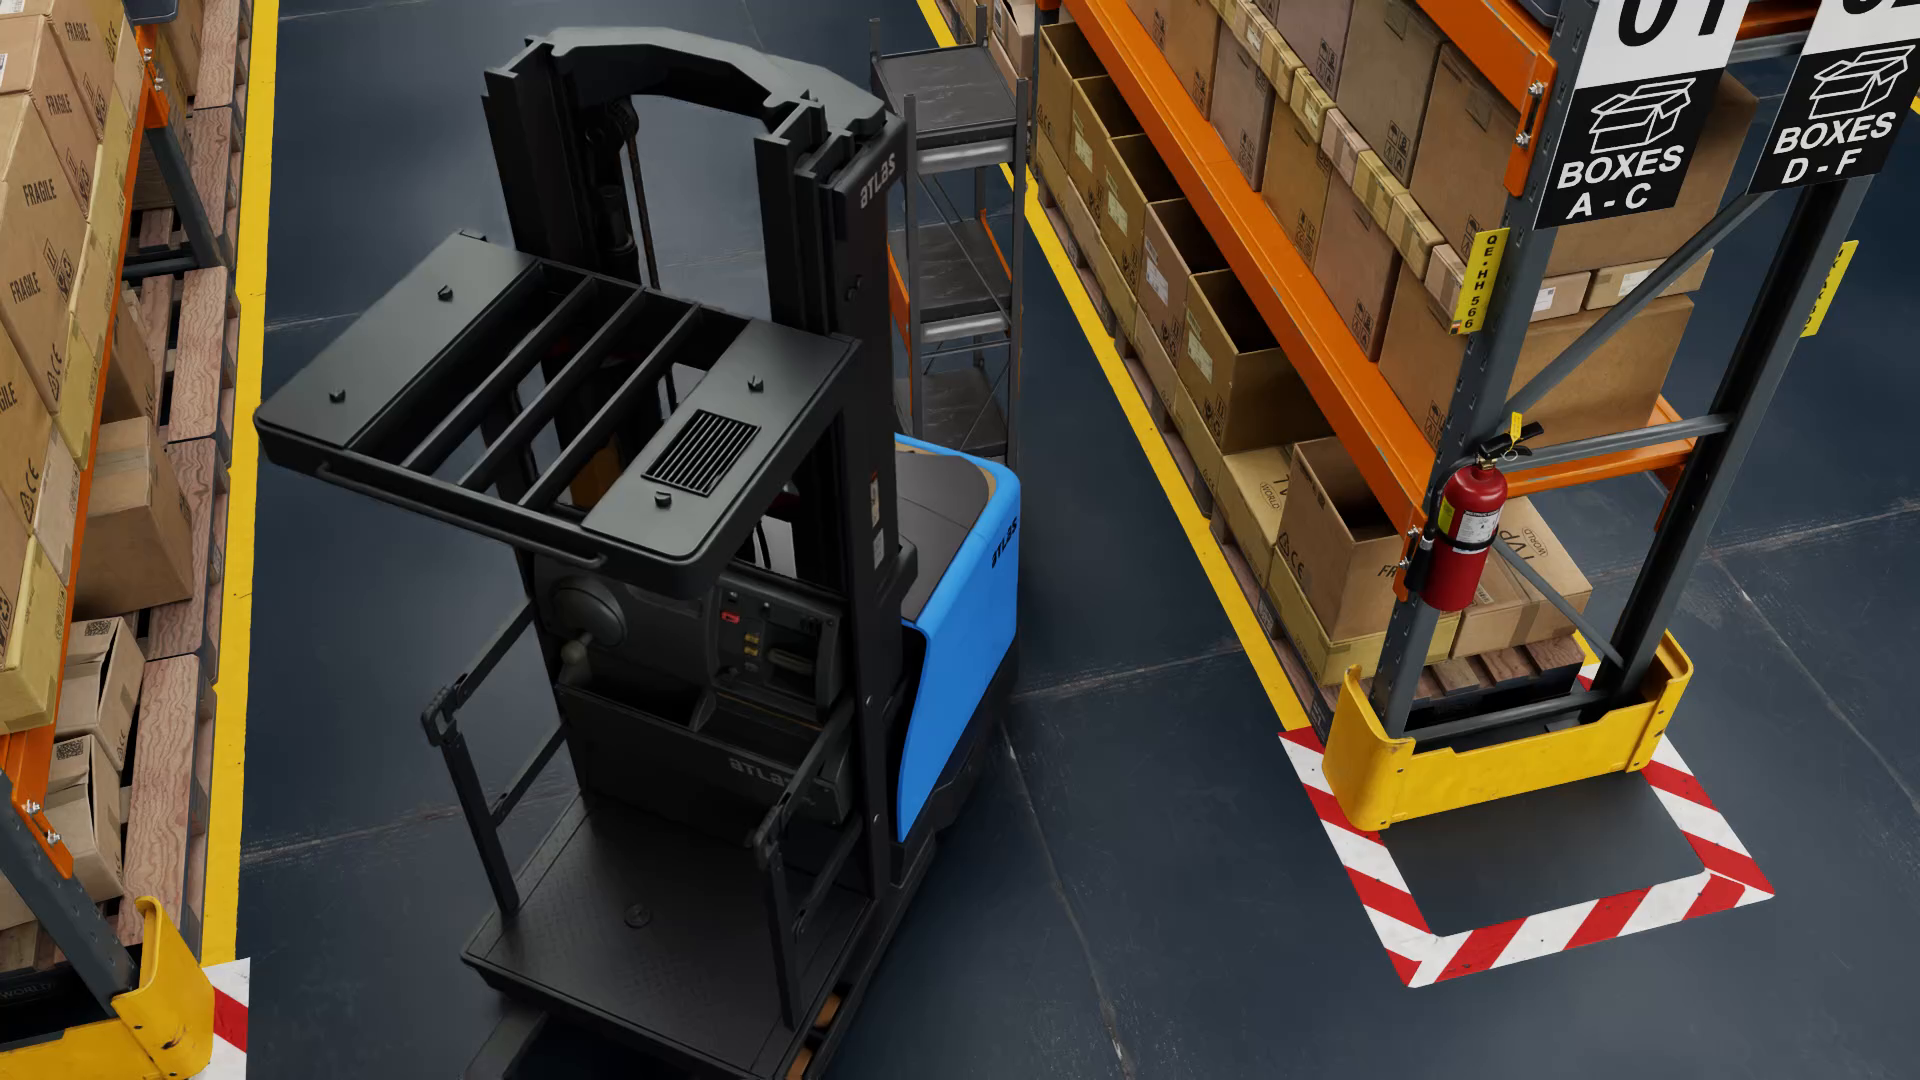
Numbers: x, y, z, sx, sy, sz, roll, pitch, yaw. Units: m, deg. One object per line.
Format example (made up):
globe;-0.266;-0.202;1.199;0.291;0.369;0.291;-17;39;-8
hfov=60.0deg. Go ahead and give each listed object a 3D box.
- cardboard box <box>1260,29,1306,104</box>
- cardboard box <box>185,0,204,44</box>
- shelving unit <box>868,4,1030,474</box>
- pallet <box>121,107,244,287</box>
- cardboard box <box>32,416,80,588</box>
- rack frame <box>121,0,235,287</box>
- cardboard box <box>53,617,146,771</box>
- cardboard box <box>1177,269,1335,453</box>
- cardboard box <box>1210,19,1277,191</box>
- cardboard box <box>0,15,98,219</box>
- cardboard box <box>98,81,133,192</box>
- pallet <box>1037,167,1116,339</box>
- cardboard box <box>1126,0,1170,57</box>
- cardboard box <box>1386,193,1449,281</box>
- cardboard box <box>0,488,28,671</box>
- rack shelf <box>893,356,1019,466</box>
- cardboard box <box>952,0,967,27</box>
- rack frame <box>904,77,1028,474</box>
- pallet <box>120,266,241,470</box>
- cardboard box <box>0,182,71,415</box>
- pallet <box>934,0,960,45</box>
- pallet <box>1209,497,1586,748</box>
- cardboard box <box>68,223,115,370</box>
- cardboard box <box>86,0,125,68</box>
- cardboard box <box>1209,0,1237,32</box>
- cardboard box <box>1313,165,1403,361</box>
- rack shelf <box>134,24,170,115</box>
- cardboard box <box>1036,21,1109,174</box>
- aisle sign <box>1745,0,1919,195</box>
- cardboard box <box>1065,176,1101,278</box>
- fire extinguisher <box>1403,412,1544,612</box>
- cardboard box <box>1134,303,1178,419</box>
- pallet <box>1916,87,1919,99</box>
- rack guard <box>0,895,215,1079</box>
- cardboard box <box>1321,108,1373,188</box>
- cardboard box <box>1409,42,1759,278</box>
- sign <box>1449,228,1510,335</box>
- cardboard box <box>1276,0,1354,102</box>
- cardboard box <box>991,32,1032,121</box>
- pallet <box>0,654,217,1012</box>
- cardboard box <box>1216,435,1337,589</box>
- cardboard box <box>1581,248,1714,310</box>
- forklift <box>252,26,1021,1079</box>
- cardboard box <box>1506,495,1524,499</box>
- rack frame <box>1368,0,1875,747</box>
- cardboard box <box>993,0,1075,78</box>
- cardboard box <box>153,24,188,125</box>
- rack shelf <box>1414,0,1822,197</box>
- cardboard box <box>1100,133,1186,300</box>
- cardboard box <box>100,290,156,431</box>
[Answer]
cardboard box;1.267;-1.656;5.749;0.380;0.149;0.250;-10;46;-9
cardboard box;-4.545;-2.963;8.996;0.700;0.500;0.500;-11;47;-11
shelving unit;-0.042;-0.849;6.112;0.431;2.100;0.503;-11;47;-10
pallet;-4.130;-1.686;8.255;1.003;0.211;1.213;-11;47;-10
cardboard box;-2.870;-0.069;4.808;0.500;0.250;0.500;-12;47;-12
rack frame;-3.930;-2.125;6.732;1.000;3.000;0.127;-11;47;-10
cardboard box;-3.142;0.536;5.699;0.500;0.311;0.500;-7;46;-7
cardboard box;1.187;-0.722;6.464;0.500;0.500;0.500;-11;47;-10
cardboard box;1.376;-1.700;6.245;0.700;0.500;0.500;-9;46;-9
cardboard box;-3.258;-1.379;5.567;0.500;0.500;0.500;-12;47;-11
cardboard box;-3.396;-1.462;6.174;0.500;0.250;0.500;-11;47;-10
pallet;1.021;-1.501;8.073;1.003;0.211;1.213;-11;47;-10
cardboard box;1.119;-2.400;6.932;0.700;0.500;0.500;-11;47;-11
cardboard box;1.532;-0.943;5.050;0.380;0.149;0.250;-10;46;-9
cardboard box;-2.737;0.035;4.181;0.500;0.500;0.500;-11;47;-10
rack shelf;-0.042;-0.350;6.622;0.431;0.518;0.480;-11;47;-10
cardboard box;0.213;-3.154;9.372;0.500;0.250;0.500;-10;46;-9
rack frame;0.020;-0.681;5.947;0.400;2.100;0.015;-11;47;-10
pallet;-3.723;-0.692;7.280;1.003;0.211;1.213;-11;47;-10
cardboard box;-2.980;-0.666;4.868;0.500;0.500;0.500;-12;47;-12
pallet;0.316;-3.403;9.937;1.003;0.211;1.213;-11;47;-10
pallet;1.646;0.184;6.422;1.003;0.211;1.213;-11;47;-10
cardboard box;-3.122;-0.771;5.496;0.500;0.250;0.500;-10;46;-10
cardboard box;-3.510;-2.072;6.246;0.500;0.500;0.500;-11;47;-10
cardboard box;1.140;-2.006;6.091;0.380;0.149;0.250;-11;47;-11
cardboard box;1.636;-0.993;5.553;0.700;0.500;0.500;-10;46;-9
rack shelf;-4.442;-3.254;8.342;1.077;0.370;4.000;-11;47;-10
cardboard box;0.674;-2.103;7.817;0.500;0.500;0.500;-11;47;-10
aisle sign;2.195;-1.192;3.998;0.394;0.787;0.004;-11;47;-10
cardboard box;0.807;-1.496;7.747;0.500;0.250;0.500;-11;47;-10
fire extinguisher;1.463;-0.078;4.780;0.296;0.674;0.183;-11;47;-10
cardboard box;1.064;-0.806;7.071;0.500;0.250;0.500;-11;47;-10
pallet;5.779;-2.489;9.042;1.003;0.211;1.213;-11;47;-10
rack guard;-2.925;1.459;4.970;1.175;0.500;0.348;-11;47;-10
cardboard box;1.404;-1.294;5.393;0.380;0.149;0.250;-10;46;-10
cardboard box;1.761;-1.122;4.771;0.700;0.500;0.500;-11;47;-10
sign;1.354;-0.670;4.330;0.100;0.325;0.005;-11;47;-10
cardboard box;1.492;-1.832;5.467;0.700;0.500;0.500;-11;47;-10
cardboard box;0.472;-2.451;8.683;0.500;0.250;0.500;-11;47;-11
pallet;-3.099;0.993;5.629;1.003;0.211;1.213;-11;47;-10
cardboard box;1.320;-0.115;6.394;0.500;0.250;0.500;-11;47;-10
cardboard box;1.990;-0.844;4.953;0.380;0.149;0.250;-11;47;-11
forklift;-0.835;0.320;4.384;1.130;2.935;3.031;17;48;16
cardboard box;1.828;-0.212;6.488;0.500;0.250;0.500;-11;47;-10
rack frame;1.882;-0.272;4.916;1.000;3.000;0.127;-11;47;-10
cardboard box;0.477;-2.641;8.477;0.500;0.311;0.500;-11;47;-10
cardboard box;-4.315;-2.257;8.304;0.700;0.500;0.500;-12;47;-11
rack shelf;1.370;-2.451;5.455;1.077;0.370;4.000;-11;47;-10
cardboard box;0.930;-1.413;7.140;0.500;0.500;0.500;-11;47;-10
cardboard box;-3.625;-0.695;6.773;0.500;0.500;0.500;-14;47;-13
